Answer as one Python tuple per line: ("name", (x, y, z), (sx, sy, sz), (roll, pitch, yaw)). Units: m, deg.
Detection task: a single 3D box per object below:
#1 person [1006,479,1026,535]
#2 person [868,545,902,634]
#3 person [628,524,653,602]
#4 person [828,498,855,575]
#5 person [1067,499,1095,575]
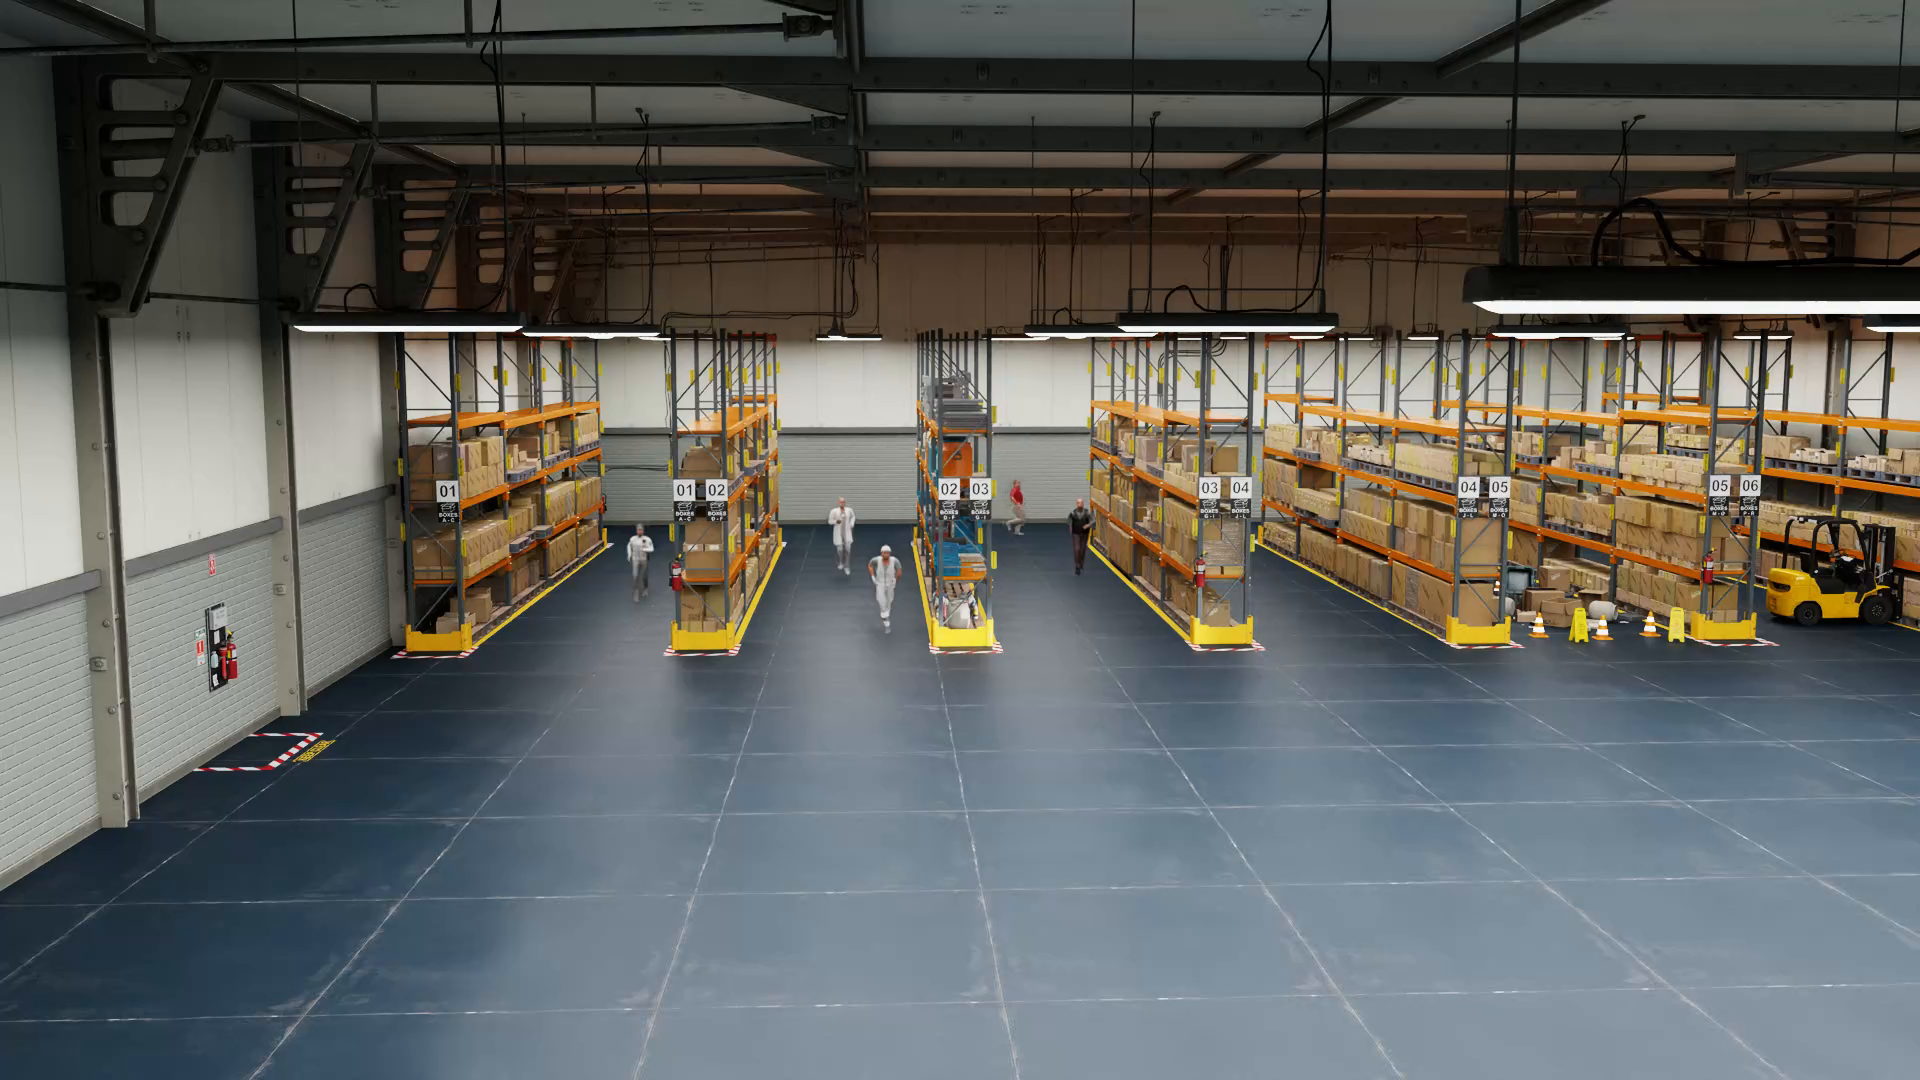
("person", (1.679, -0.981, 49.881), (0.602, 1.684, 0.666), (1, 7, 5))
("person", (-1.504, 0.952, 33.384), (0.670, 1.782, 0.996), (0, 7, -3))
("person", (-7.146, 0.480, 37.180), (0.592, 1.708, 0.878), (0, 7, -4))
("person", (-2.837, -0.096, 40.204), (0.685, 1.855, 0.781), (-1, 7, -11))
("person", (2.906, -0.099, 39.857), (0.650, 1.794, 0.765), (0, 7, 0))
